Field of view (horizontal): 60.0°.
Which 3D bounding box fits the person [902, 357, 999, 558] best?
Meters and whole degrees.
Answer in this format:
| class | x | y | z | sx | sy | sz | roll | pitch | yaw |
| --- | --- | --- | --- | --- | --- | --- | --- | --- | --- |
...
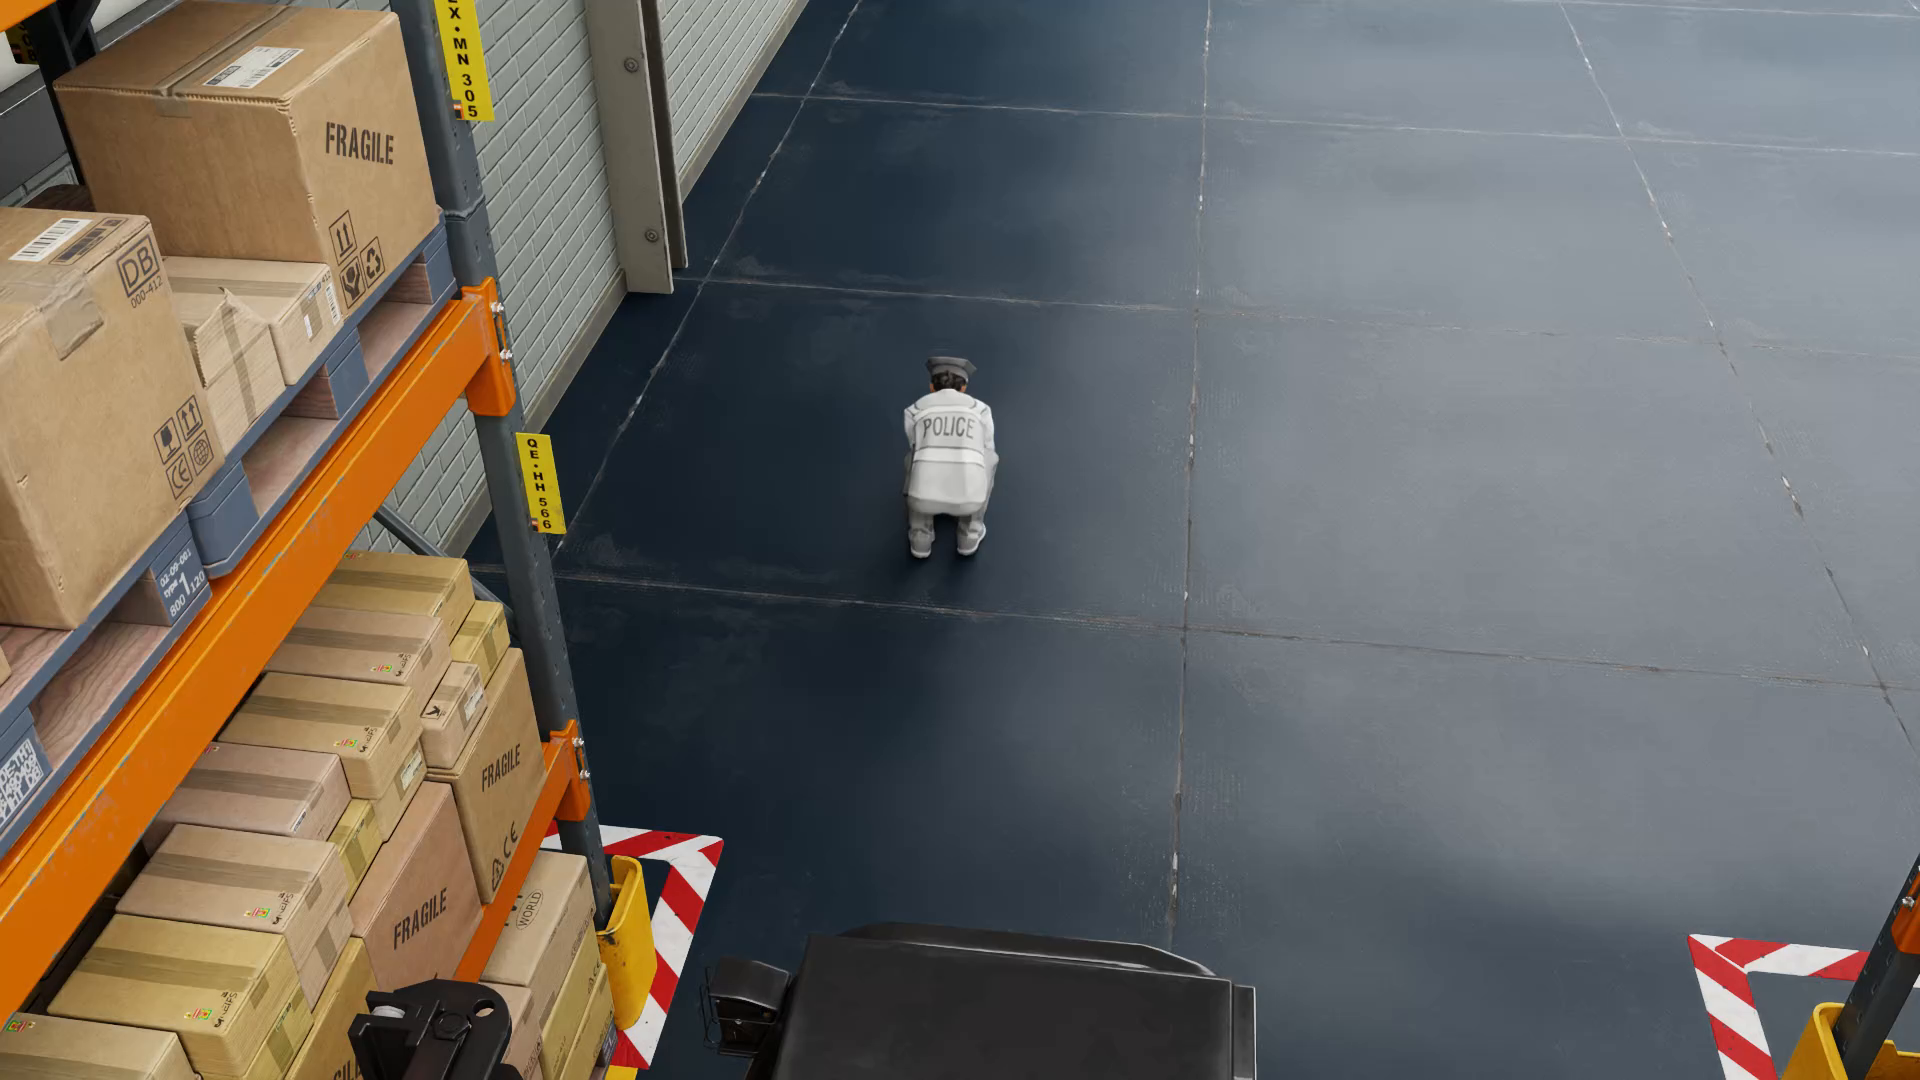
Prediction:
| class | x | y | z | sx | sy | sz | roll | pitch | yaw |
| --- | --- | --- | --- | --- | --- | --- | --- | --- | --- |
| person | -0.052 | -0.363 | 7.940 | 0.460 | 0.838 | 0.894 | 4 | 37 | 5 |
